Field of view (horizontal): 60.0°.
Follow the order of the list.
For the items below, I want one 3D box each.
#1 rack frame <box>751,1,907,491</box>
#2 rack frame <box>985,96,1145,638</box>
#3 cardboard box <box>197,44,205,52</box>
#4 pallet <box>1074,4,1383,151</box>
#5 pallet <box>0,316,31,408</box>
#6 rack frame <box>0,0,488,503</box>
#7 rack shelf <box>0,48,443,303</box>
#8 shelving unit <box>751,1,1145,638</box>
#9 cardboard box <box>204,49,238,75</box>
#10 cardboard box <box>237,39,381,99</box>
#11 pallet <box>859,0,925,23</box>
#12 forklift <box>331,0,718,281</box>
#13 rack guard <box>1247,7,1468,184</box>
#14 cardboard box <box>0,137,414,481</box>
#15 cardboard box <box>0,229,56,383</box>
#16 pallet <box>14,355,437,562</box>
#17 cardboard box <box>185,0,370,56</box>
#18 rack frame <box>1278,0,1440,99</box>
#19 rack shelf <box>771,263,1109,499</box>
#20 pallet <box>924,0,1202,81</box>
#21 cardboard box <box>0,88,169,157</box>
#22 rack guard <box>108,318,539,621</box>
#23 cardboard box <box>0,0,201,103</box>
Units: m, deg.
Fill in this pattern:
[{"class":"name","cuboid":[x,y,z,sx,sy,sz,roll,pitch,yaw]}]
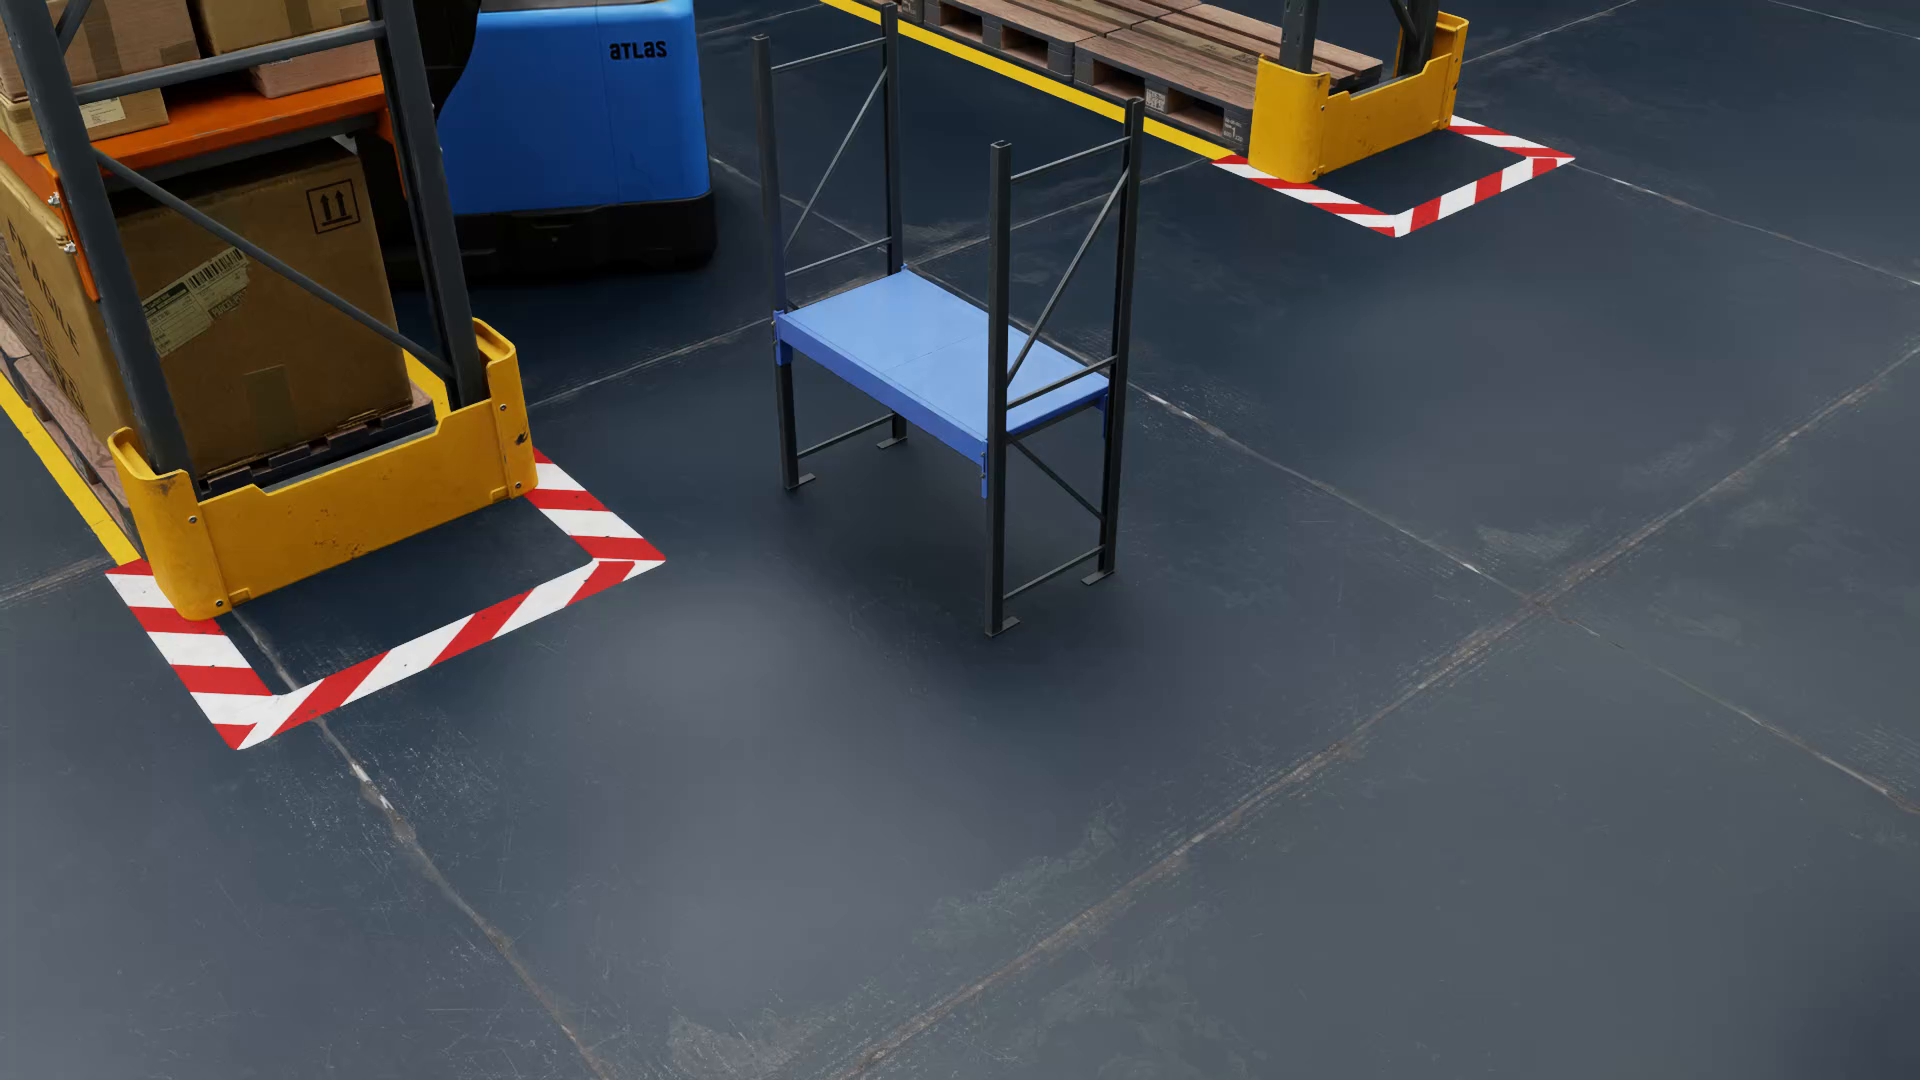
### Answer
[{"class":"rack frame","cuboid":[-0.383,-0.874,5.187,0.500,1.500,0.032,-26,43,-32]},{"class":"rack frame","cuboid":[0.273,-0.425,4.553,0.500,1.500,0.032,-26,43,-32]},{"class":"cardboard box","cuboid":[-2.253,-1.676,5.238,0.380,0.149,0.250,-27,43,-33]},{"class":"pallet","cuboid":[1.337,-2.361,8.401,1.003,0.211,1.213,-26,43,-32]},{"class":"pallet","cuboid":[-3.303,-0.997,6.475,1.003,0.211,1.213,-26,43,-32]},{"class":"rack frame","cuboid":[-1.944,-1.273,4.452,1.000,3.000,0.127,-26,43,-32]},{"class":"rack shelf","cuboid":[-3.235,-1.862,5.907,1.077,0.370,4.000,-26,43,-32]},{"class":"shelving unit","cuboid":[-0.055,-0.650,4.870,0.538,1.500,1.048,-26,43,-32]},{"class":"cardboard box","cuboid":[-2.088,-1.563,5.079,0.380,0.149,0.250,-27,43,-32]},{"class":"cardboard box","cuboid":[-1.921,-1.450,4.920,0.380,0.149,0.250,-25,43,-31]},{"class":"pallet","cuboid":[-0.238,-3.438,9.922,1.003,0.211,1.213,-26,43,-32]},{"class":"forklift","cuboid":[-2.563,-2.456,6.181,3.031,2.935,1.130,-6,36,-8]},{"class":"rack guard","cuboid":[1.865,-2.094,7.775,1.175,0.500,0.348,-26,43,-32]},{"class":"cardboard box","cuboid":[-2.418,-0.830,5.302,0.875,0.875,0.875,-26,43,-32]},{"class":"cardboard box","cuboid":[-3.006,-1.232,5.869,0.875,0.875,0.875,-26,43,-32]},{"class":"pallet","cuboid":[-2.520,-0.459,5.715,1.003,0.211,1.213,-26,43,-32]},{"class":"cardboard box","cuboid":[-2.048,-1.646,4.851,0.500,0.250,0.500,-27,43,-33]},{"class":"rack frame","cuboid":[1.839,-3.120,7.060,1.000,3.000,0.127,-26,43,-32]},{"class":"rack shelf","cuboid":[-0.055,-0.503,4.974,0.538,0.185,1.000,-26,43,-32]},{"class":"pallet","cuboid":[0.554,-2.899,9.161,1.003,0.211,1.213,-26,43,-32]},{"class":"cardboard box","cuboid":[-2.426,-1.205,4.573,0.380,0.149,0.250,-25,42,-31]},{"class":"rack guard","cuboid":[-1.929,-0.242,5.160,1.175,0.500,0.348,-26,43,-32]},{"class":"cardboard box","cuboid":[-2.460,-1.448,4.572,0.500,0.250,0.500,-27,43,-32]}]
